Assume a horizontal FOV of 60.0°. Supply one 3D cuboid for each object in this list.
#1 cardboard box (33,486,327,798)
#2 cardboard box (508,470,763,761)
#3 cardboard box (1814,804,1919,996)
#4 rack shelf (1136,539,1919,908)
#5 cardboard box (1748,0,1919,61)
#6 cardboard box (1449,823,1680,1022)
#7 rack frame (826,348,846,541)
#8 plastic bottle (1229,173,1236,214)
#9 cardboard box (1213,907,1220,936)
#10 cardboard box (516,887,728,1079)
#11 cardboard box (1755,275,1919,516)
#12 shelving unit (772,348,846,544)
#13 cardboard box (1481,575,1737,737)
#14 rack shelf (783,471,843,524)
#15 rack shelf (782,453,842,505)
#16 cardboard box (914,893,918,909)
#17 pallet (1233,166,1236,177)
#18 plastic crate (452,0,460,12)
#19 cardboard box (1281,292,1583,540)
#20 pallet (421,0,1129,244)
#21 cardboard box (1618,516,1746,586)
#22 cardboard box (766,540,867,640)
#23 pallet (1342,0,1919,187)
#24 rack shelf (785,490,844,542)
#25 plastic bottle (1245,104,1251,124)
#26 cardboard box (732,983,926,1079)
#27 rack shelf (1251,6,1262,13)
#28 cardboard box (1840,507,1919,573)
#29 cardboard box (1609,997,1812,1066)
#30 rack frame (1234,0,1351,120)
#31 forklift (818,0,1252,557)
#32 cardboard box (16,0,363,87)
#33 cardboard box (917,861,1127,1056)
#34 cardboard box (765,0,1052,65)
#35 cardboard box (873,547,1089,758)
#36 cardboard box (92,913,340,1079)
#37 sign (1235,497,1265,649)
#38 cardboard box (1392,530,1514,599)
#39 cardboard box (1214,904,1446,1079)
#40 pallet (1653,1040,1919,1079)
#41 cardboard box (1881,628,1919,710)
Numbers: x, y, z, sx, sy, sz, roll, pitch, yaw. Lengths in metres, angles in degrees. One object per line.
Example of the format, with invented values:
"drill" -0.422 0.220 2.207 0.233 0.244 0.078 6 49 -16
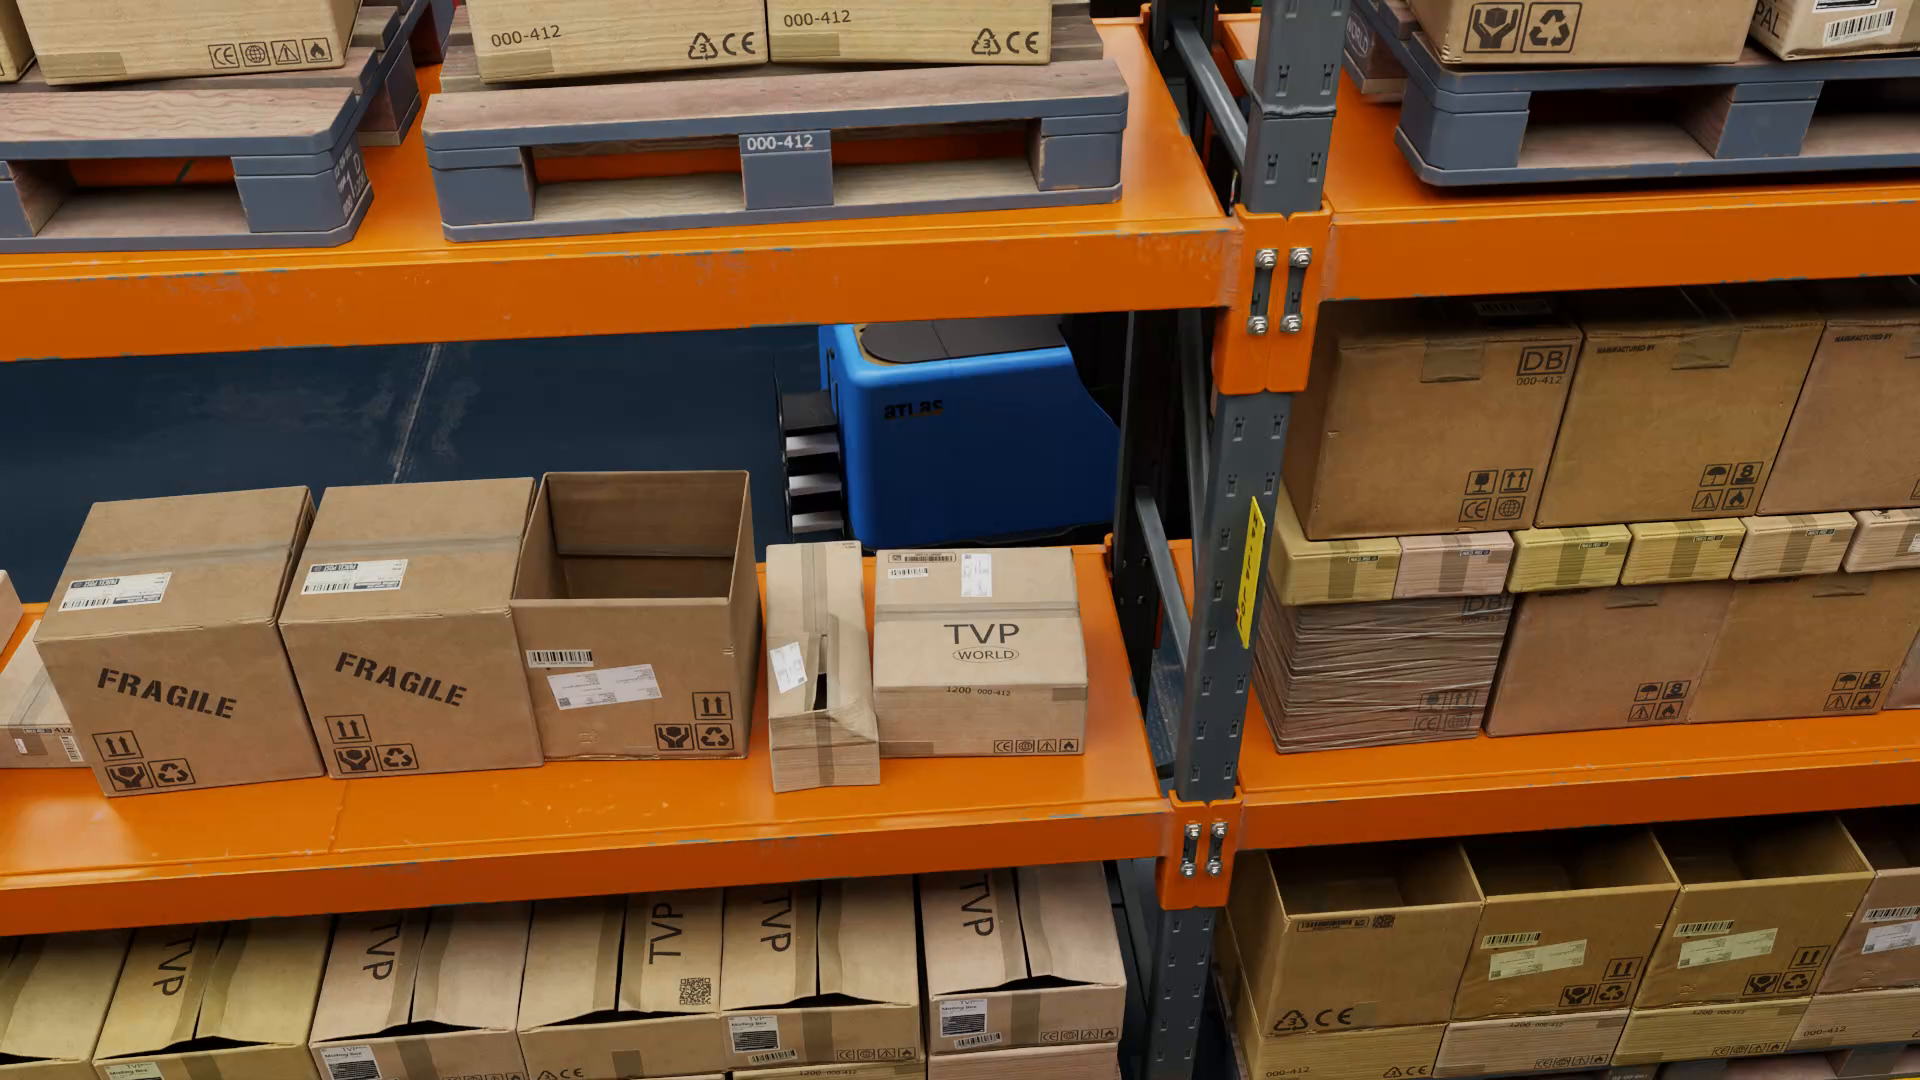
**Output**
"cardboard box" -1.785 0.235 3.949 0.500 0.500 0.500 -5 39 -6
"cardboard box" -0.762 0.179 4.021 0.500 0.500 0.500 -1 38 -1
"cardboard box" 2.513 0.862 4.512 0.500 0.500 0.500 -3 38 -4
"rack shelf" 2.521 0.330 4.491 4.000 0.370 1.077 -3 38 -4
"cardboard box" 1.592 -1.100 2.920 0.500 0.311 0.500 -5 39 -6
"cardboard box" 1.516 0.913 4.447 0.500 0.500 0.500 -3 38 -4
"rack frame" -0.472 -0.288 6.389 0.006 0.900 0.240 -7 39 -9
"plastic bottle" 1.407 -1.773 8.479 0.097 0.201 0.097 0 38 0
"cardboard box" 0.972 0.912 5.054 0.500 0.250 0.500 -3 38 -4
"cardboard box" -0.864 1.109 4.351 0.500 0.311 0.500 -3 38 -4
"cardboard box" 1.973 -0.475 3.802 0.500 0.500 0.700 -3 38 -4
"shelving unit" -0.572 -0.275 6.373 0.210 0.900 0.258 -7 39 -9
"cardboard box" 1.495 0.057 4.176 0.500 0.500 0.700 -4 38 -4
"rack shelf" -0.572 -0.179 6.449 0.200 0.077 0.258 -7 39 -9
"rack shelf" -0.572 -0.249 6.393 0.200 0.077 0.258 -7 39 -9
"cardboard box" 0.105 0.941 5.016 0.500 0.250 0.500 -4 38 -5
"pallet" 1.985 -1.884 8.968 1.213 0.211 1.003 -3 38 -4
"plastic crate" -2.254 -2.605 7.578 0.583 0.464 0.402 -3 38 -4
"cardboard box" 0.971 -0.420 3.732 0.500 0.500 0.700 -3 38 -4
"pallet" -0.348 -0.889 3.188 1.217 0.209 0.805 -5 39 -6
"cardboard box" 1.582 -0.076 3.821 0.250 0.149 0.380 -3 38 -4
"cardboard box" -0.372 0.178 4.305 0.250 0.149 0.380 -3 38 -4
"pallet" 1.376 -1.048 3.307 1.213 0.211 1.003 -3 38 -4
"rack shelf" -0.572 -0.108 6.505 0.200 0.077 0.258 -7 39 -9
"plastic bottle" 1.602 -2.278 9.062 0.097 0.271 0.097 0 38 0
"cardboard box" -0.362 1.300 4.561 0.500 0.250 0.500 -4 38 -5
"rack shelf" 2.086 -2.726 8.365 4.000 0.370 1.077 -3 38 -4
"cardboard box" 2.097 -0.105 3.857 0.250 0.149 0.380 -4 38 -5
"cardboard box" 2.015 1.185 4.707 0.500 0.250 0.500 -3 38 -4
"rack frame" 0.529 -2.198 2.271 0.127 3.000 1.000 -3 38 -4
"forklift" 0.990 -1.360 6.108 3.031 2.935 1.130 -7 39 -9
"cardboard box" -1.381 -1.059 3.031 0.500 0.250 0.500 -6 39 -8
"cardboard box" 0.151 1.051 4.425 0.500 0.311 0.500 -3 38 -4
"cardboard box" -0.086 -1.098 3.081 0.500 0.250 0.500 1 38 1
"cardboard box" 0.043 0.270 4.107 0.500 0.250 0.500 -1 38 -1
"cardboard box" -1.877 1.163 4.282 0.500 0.311 0.500 -4 38 -5
"sign" 0.587 0.068 3.371 0.005 0.325 0.100 -3 38 -4
"cardboard box" 1.064 -0.046 3.782 0.250 0.149 0.380 -3 38 -3
"cardboard box" 1.018 1.234 4.646 0.500 0.250 0.500 -3 38 -4
"pallet" 2.543 1.165 5.103 1.213 0.211 1.003 -3 38 -4
"cardboard box" 2.505 0.003 4.244 0.500 0.500 0.700 -2 38 -3
